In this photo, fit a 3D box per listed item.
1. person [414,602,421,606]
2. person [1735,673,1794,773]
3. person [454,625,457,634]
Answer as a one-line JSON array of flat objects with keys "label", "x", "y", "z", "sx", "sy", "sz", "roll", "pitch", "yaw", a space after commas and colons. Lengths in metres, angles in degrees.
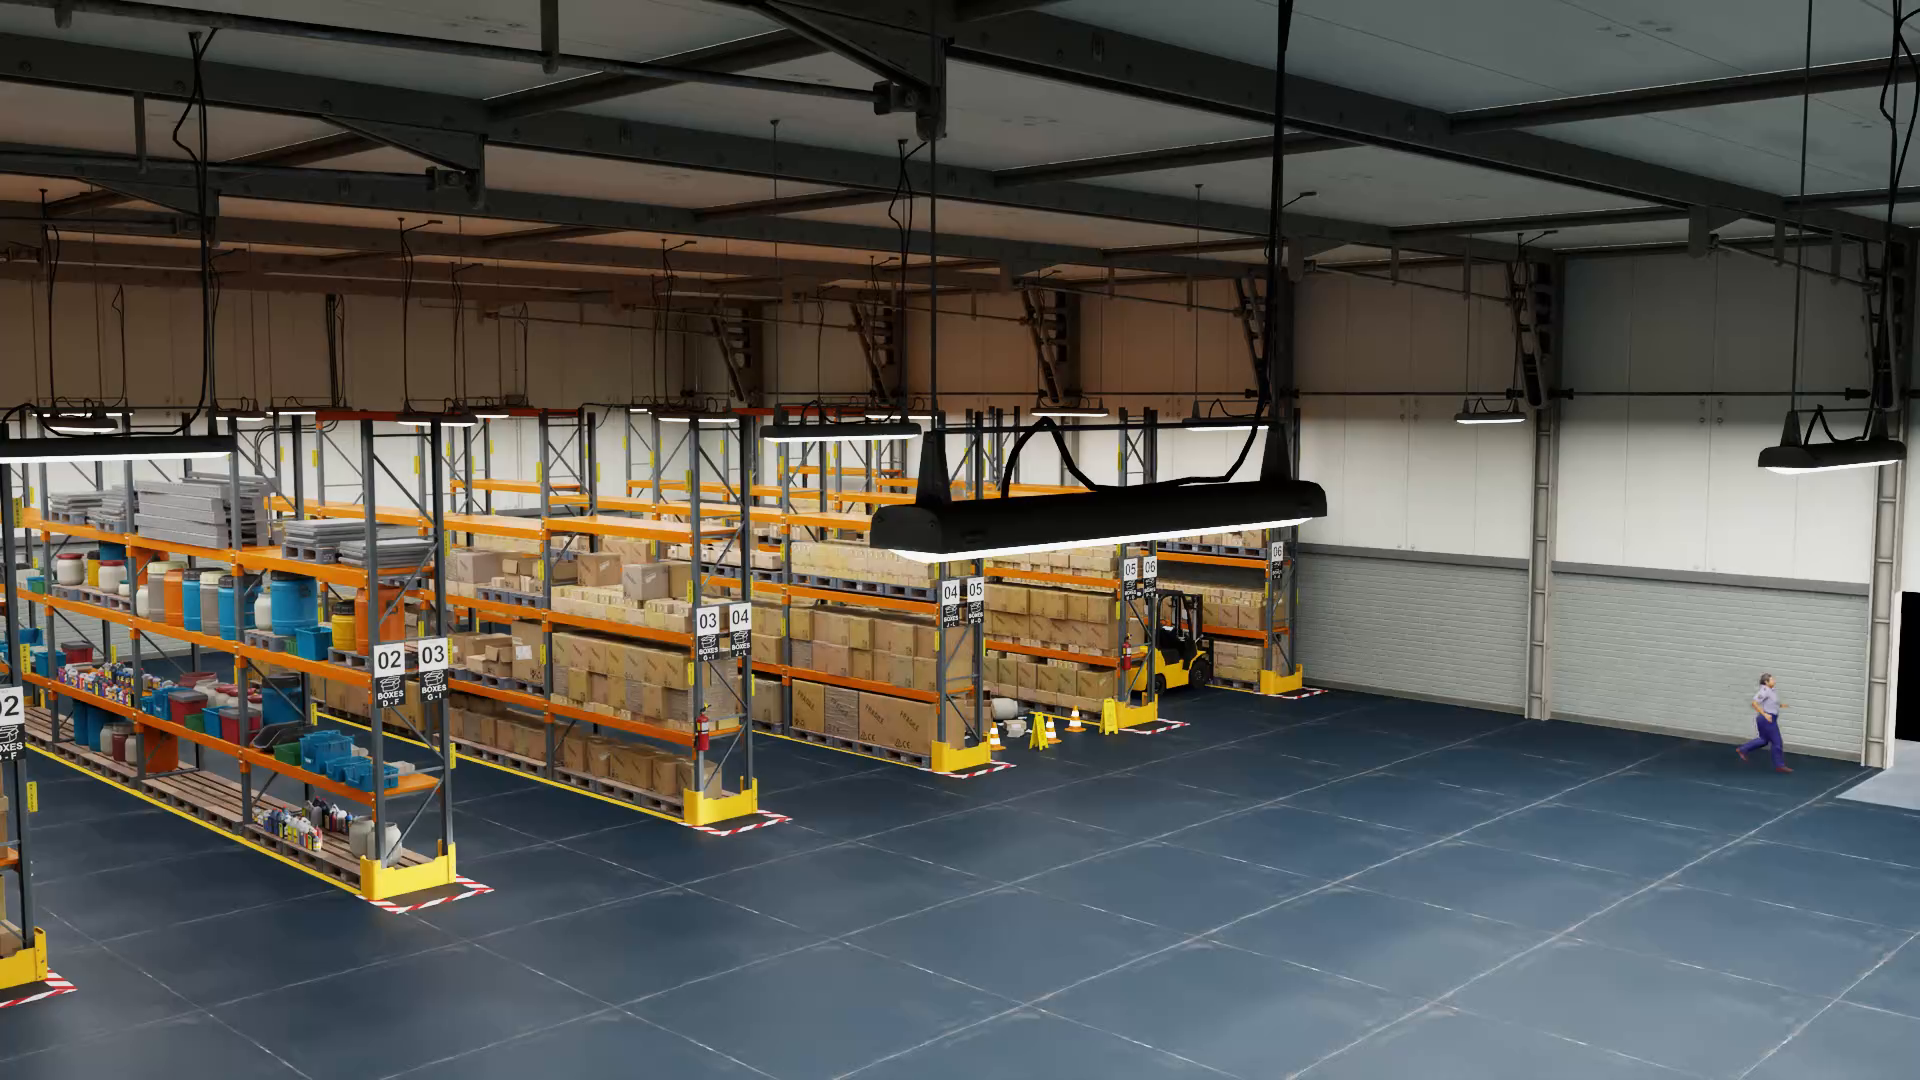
[{"label": "person", "x": -12.397, "y": 2.200, "z": 37.880, "sx": 0.557, "sy": 1.592, "sz": 0.746, "roll": -2, "pitch": 5, "yaw": -21}, {"label": "person", "x": 13.506, "y": 3.046, "z": 27.848, "sx": 0.899, "sy": 1.612, "sz": 0.613, "roll": 3, "pitch": 6, "yaw": 28}, {"label": "person", "x": -10.378, "y": 2.520, "z": 33.960, "sx": 0.633, "sy": 1.629, "sz": 0.565, "roll": 3, "pitch": 6, "yaw": 34}]
